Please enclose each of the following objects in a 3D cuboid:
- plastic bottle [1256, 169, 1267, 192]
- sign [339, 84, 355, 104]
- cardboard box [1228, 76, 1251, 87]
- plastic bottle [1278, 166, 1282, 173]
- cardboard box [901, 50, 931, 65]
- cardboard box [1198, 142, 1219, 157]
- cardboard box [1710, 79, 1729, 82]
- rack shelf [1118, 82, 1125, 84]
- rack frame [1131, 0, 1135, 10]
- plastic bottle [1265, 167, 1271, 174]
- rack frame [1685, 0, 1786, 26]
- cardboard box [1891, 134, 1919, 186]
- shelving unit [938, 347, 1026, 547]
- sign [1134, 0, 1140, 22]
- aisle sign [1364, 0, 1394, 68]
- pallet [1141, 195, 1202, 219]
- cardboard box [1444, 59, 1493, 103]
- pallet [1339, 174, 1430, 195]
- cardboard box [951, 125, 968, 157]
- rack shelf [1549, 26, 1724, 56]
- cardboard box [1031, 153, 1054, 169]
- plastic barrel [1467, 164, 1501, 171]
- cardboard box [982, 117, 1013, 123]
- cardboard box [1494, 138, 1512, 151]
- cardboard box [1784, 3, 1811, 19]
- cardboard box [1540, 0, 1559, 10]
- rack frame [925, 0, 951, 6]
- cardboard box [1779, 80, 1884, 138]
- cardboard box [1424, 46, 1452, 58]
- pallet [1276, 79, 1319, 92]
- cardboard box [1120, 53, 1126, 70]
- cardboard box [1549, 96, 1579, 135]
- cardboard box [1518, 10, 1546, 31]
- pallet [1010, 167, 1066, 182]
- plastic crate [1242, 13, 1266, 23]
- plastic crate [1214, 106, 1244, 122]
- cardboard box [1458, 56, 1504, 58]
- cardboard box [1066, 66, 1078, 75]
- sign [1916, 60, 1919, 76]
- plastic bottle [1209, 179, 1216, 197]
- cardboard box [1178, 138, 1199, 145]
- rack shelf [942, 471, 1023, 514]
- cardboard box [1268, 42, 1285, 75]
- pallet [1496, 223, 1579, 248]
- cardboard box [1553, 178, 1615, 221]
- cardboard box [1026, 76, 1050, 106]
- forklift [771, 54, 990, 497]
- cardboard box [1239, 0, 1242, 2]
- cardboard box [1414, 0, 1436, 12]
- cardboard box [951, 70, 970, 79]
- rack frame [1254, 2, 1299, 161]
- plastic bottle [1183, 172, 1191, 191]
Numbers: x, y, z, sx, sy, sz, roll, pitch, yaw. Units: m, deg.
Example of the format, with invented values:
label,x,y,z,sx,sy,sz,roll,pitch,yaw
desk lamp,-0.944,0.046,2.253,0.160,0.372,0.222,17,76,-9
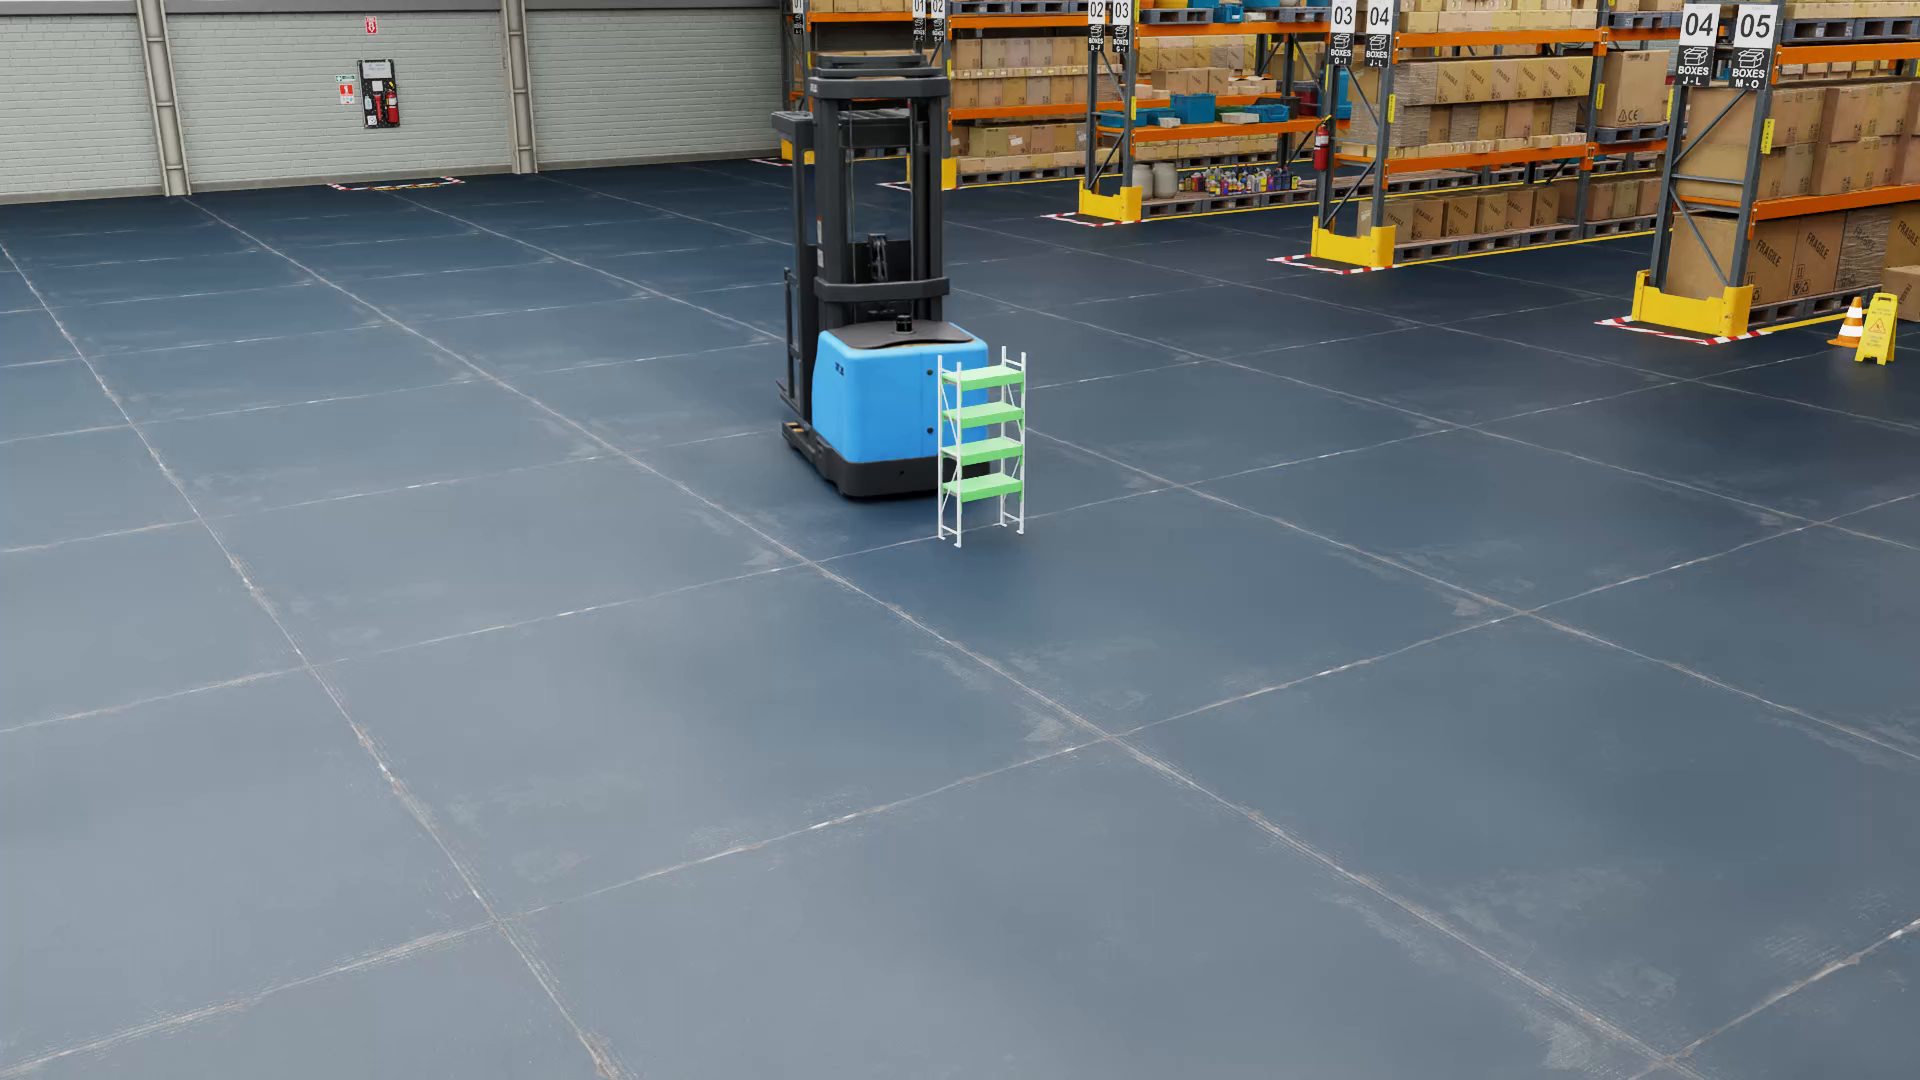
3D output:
label,x,y,z,sx,sy,sz,roll,pitch,yaw
plastic bottle,4.769,-5.701,26.374,0.185,0.351,0.144,-12,22,-32
sign,-10.716,-7.794,29.060,0.234,0.329,0.001,-12,22,-31
cardboard box,5.345,-8.911,32.559,0.500,0.311,0.500,-12,22,-32
plastic bottle,5.120,-5.830,26.756,0.185,0.351,0.144,-12,22,-31
cardboard box,-0.935,-9.631,33.582,0.500,0.500,0.500,-13,22,-33
cardboard box,4.615,-7.527,31.962,0.500,0.250,0.500,-11,22,-30
cardboard box,11.214,-6.549,24.621,0.500,0.500,0.500,-15,24,-38
rack shelf,1.800,-9.690,35.848,4.000,0.370,1.077,-12,22,-31
rack frame,2.238,-9.166,23.807,0.127,3.000,1.000,-12,22,-31
plastic bottle,5.071,-6.006,27.399,0.097,0.271,0.097,0,19,0
rack frame,7.605,-6.497,15.912,0.127,3.000,1.000,-12,22,-31
cardboard box,10.198,-4.259,18.426,0.550,0.550,0.875,-12,22,-31
shelving unit,0.138,-0.598,10.639,0.503,1.200,0.258,-12,22,-31
sign,2.537,-7.602,23.849,0.005,0.325,0.100,-12,22,-31
aisle sign,5.075,-6.140,20.163,0.004,0.787,0.394,-12,22,-31
pallet,2.957,-5.171,25.710,1.213,0.211,1.003,-12,22,-31
cardboard box,6.409,-5.860,21.213,0.500,0.500,0.500,-12,22,-31
pallet,7.233,-6.073,28.378,1.213,0.211,1.003,-12,22,-31
cardboard box,-0.199,-7.076,29.457,0.500,0.500,0.500,-12,22,-31
rack shelf,9.973,-7.136,23.610,4.000,0.370,1.077,-12,22,-31
cardboard box,1.341,-6.845,29.946,0.500,0.250,0.500,-12,22,-31
plastic barrel,9.318,-6.995,29.485,0.708,0.830,0.600,-12,22,-31
cardboard box,0.735,-8.837,35.417,0.500,0.500,0.700,-11,22,-30
cardboard box,7.024,-5.208,21.859,0.250,0.149,0.380,-12,22,-31
cardboard box,8.068,-5.178,16.274,0.250,0.149,0.380,-12,22,-31
cardboard box,7.538,-6.963,21.585,0.250,0.149,0.380,-13,22,-33
rack frame,-0.483,-10.492,27.728,0.127,3.000,1.000,-12,22,-31
cardboard box,9.259,-4.605,17.761,0.500,0.550,0.875,-12,22,-31
cardboard box,10.087,-10.292,34.788,0.500,0.500,0.500,-11,22,-30
pallet,6.726,-9.106,33.297,1.003,0.211,1.213,-12,22,-31
cardboard box,3.720,-10.735,37.162,0.500,0.500,0.500,-12,22,-31
cardboard box,7.893,-5.830,22.684,0.500,0.500,0.875,-12,22,-31
cardboard box,7.201,-6.723,21.499,0.500,0.250,0.500,-12,22,-32
pallet,1.150,-6.688,30.199,1.213,0.211,1.003,-12,22,-31
plastic crate,4.460,-7.934,25.258,0.396,0.136,0.243,-12,22,-31
plastic crate,4.290,-6.765,26.402,0.662,0.188,0.450,-12,22,-31
cardboard box,6.952,-6.178,22.154,0.500,0.500,0.500,-12,22,-31
cardboard box,1.897,-8.425,29.813,0.250,0.149,0.380,-12,22,-32
sign,15.291,-7.481,26.504,0.005,0.325,0.100,-12,22,-31
plastic bottle,3.923,-5.476,25.833,0.097,0.271,0.097,0,19,0
cardboard box,4.192,-7.701,31.602,0.500,0.311,0.500,-13,22,-33
rack shelf,0.138,-0.310,10.736,0.480,0.148,0.258,-12,22,-31
cardboard box,7.273,-11.321,39.080,0.700,0.700,0.980,-12,22,-31
pallet,7.761,-4.255,23.002,1.213,0.211,1.003,-12,22,-31
cardboard box,8.827,-4.831,23.566,0.500,0.500,0.700,-14,23,-36
cardboard box,1.205,-8.049,29.715,0.500,0.500,0.700,-11,22,-30
forklift,-0.749,-2.121,12.441,1.130,2.935,3.031,-6,20,-18
cardboard box,5.422,-10.416,31.765,0.500,0.250,0.500,-11,22,-30
cardboard box,5.589,-6.545,20.348,0.250,0.149,0.380,-11,22,-30
cardboard box,-0.037,-8.016,28.603,0.250,0.149,0.380,-12,22,-32
rack frame,6.198,-9.059,32.857,0.127,3.000,1.000,-12,22,-31
plastic bottle,3.618,-5.712,26.512,0.133,0.283,0.061,-11,22,-30
